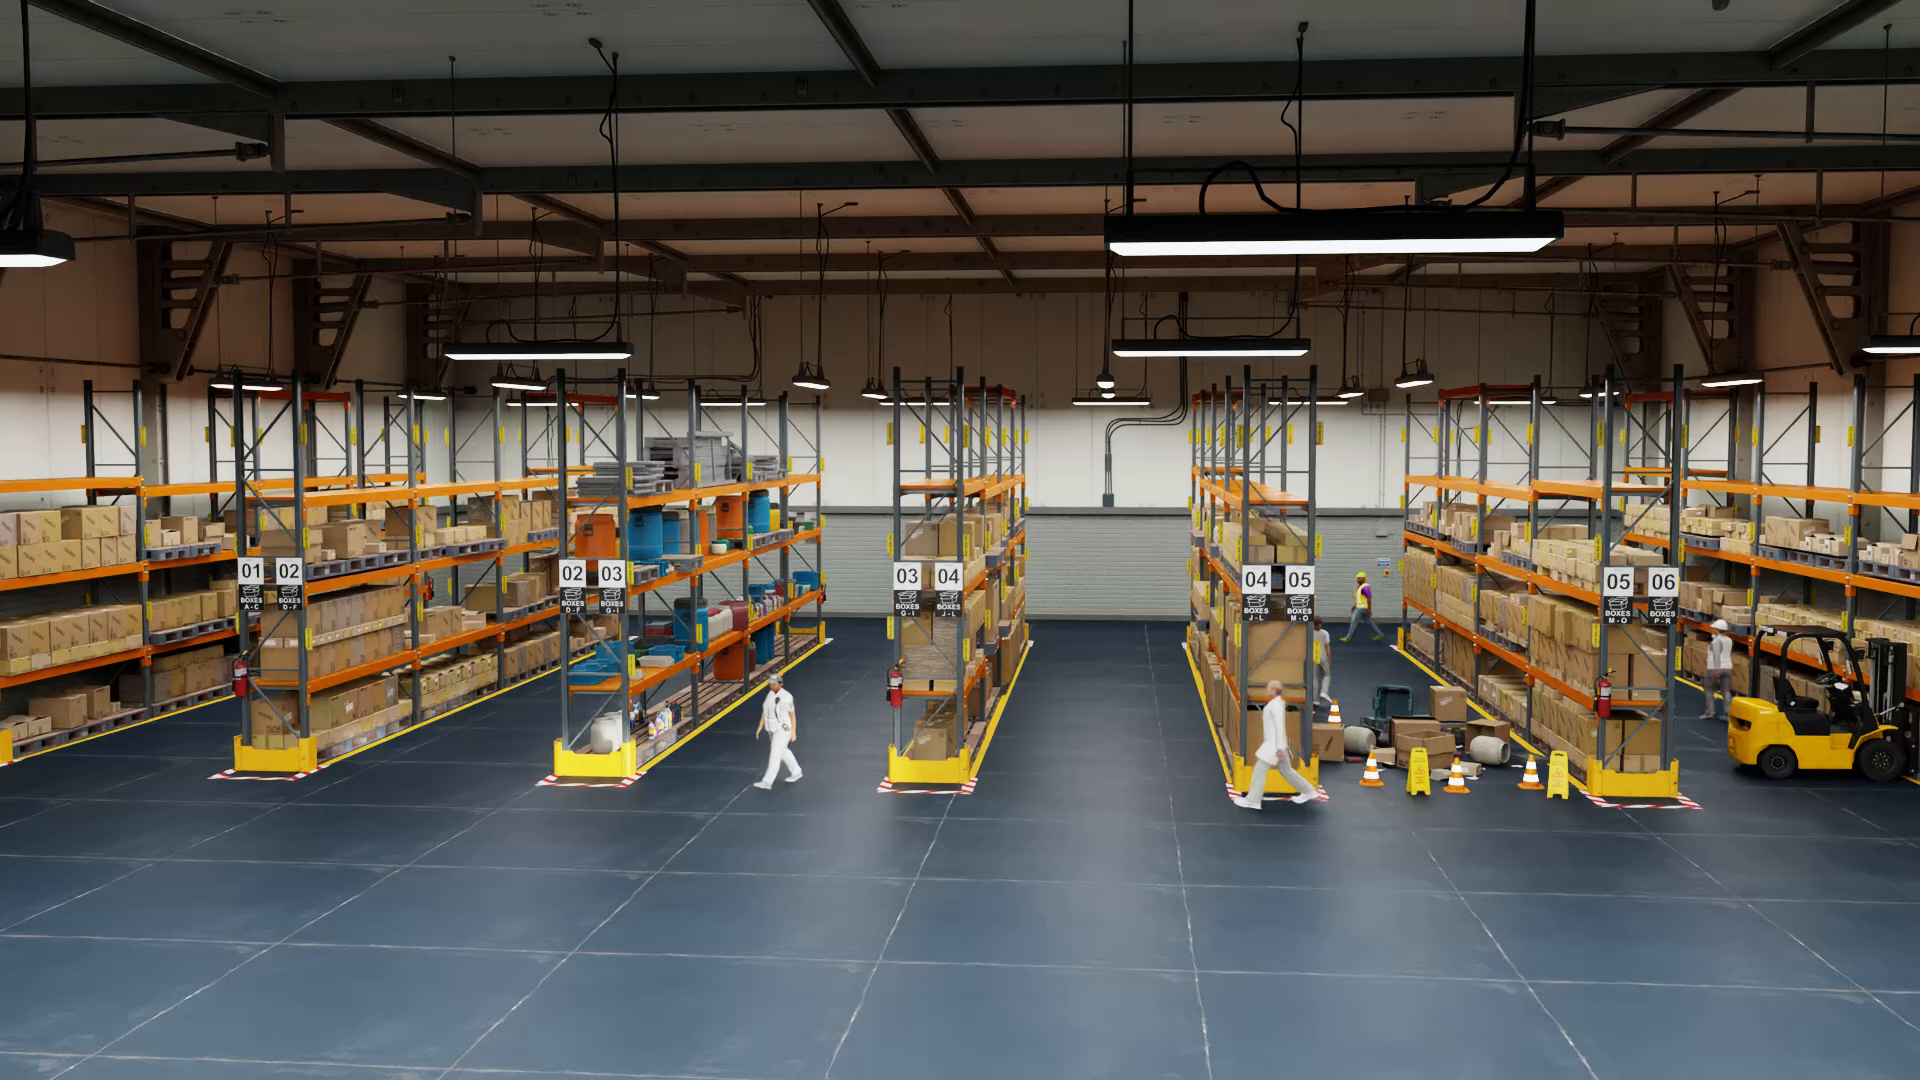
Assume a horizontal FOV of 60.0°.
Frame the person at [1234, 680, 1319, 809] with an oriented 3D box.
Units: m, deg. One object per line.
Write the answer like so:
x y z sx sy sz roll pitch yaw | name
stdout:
4.256 2.742 22.306 1.144 1.732 0.581 0 4 6 | person

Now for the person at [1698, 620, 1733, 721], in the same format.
13.434 2.320 29.325 0.517 1.814 0.624 -1 4 -9 | person

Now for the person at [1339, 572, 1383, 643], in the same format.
9.746 1.634 40.365 1.076 1.719 0.544 1 4 8 | person

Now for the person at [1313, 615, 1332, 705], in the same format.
6.691 2.246 31.005 0.505 1.670 0.513 1 4 8 | person

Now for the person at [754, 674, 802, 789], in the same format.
-2.617 2.710 23.729 1.032 1.602 0.539 -3 5 -39 | person
